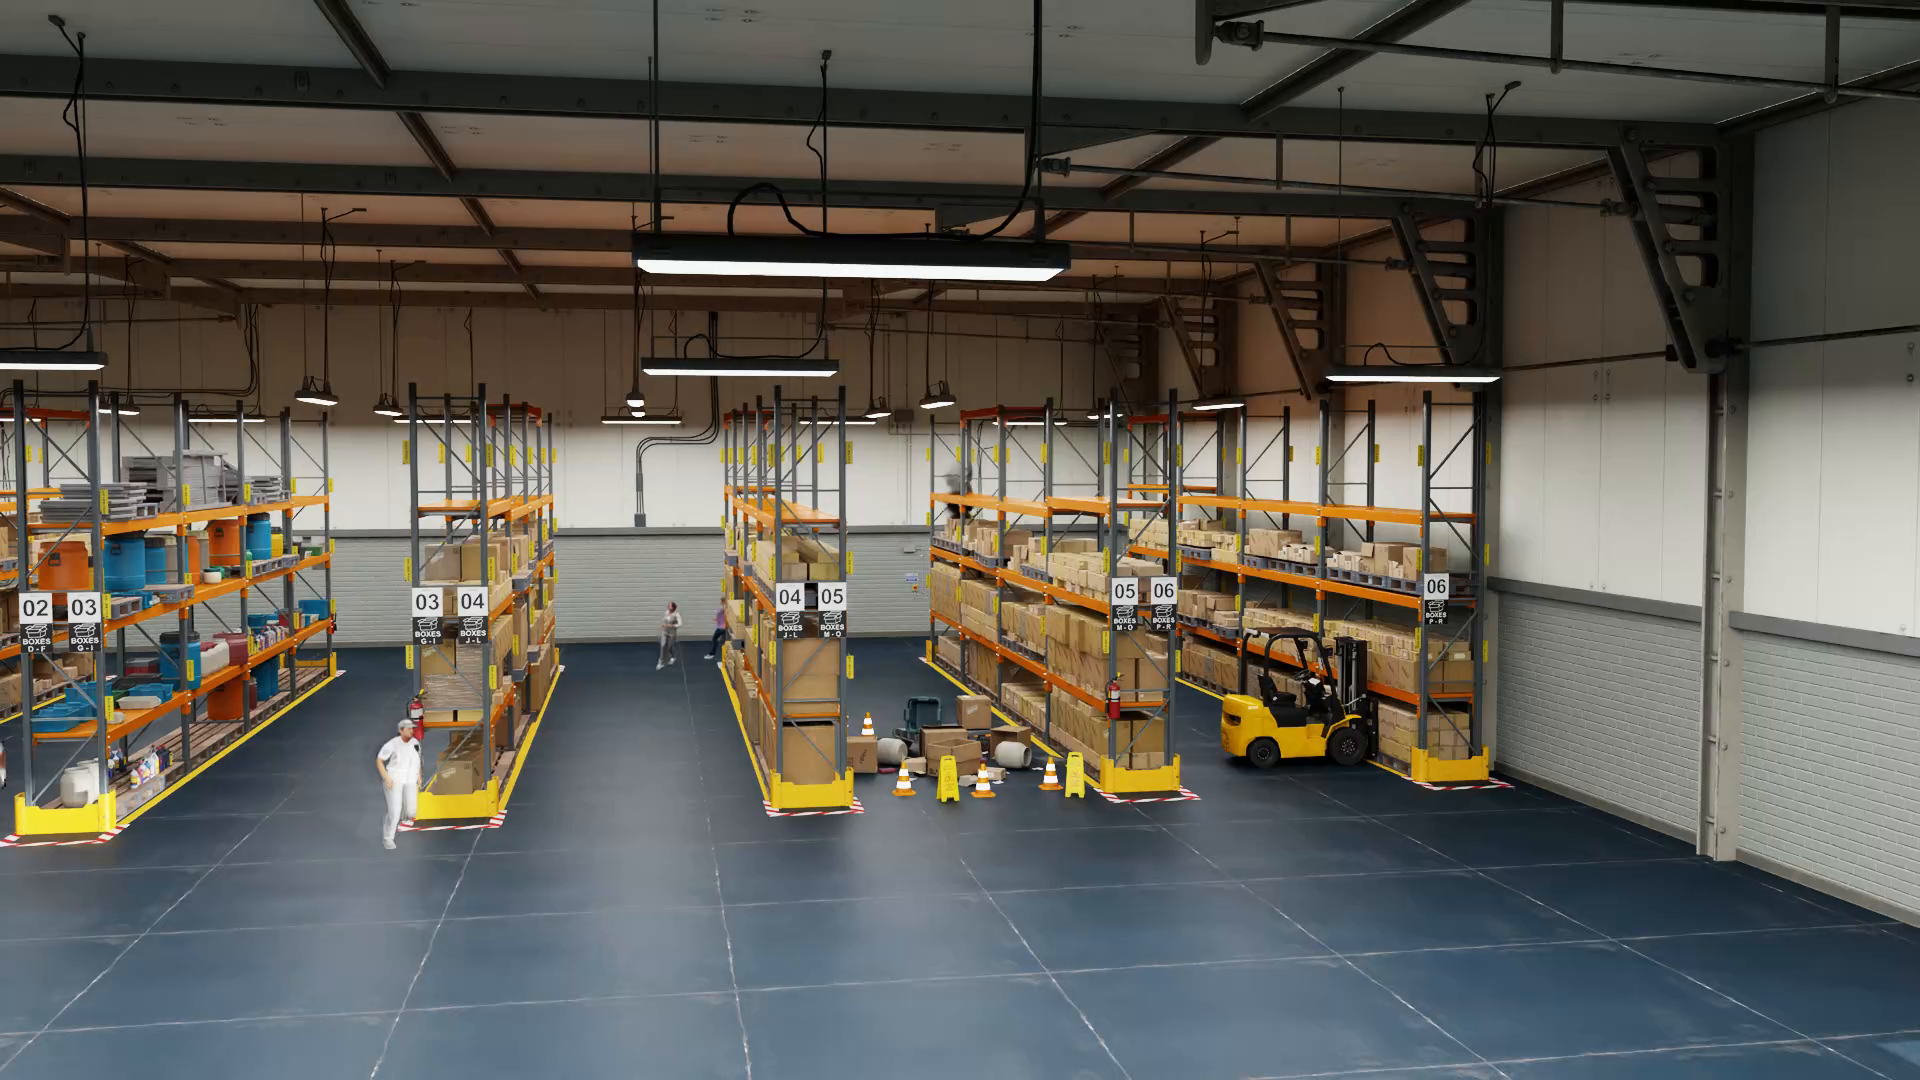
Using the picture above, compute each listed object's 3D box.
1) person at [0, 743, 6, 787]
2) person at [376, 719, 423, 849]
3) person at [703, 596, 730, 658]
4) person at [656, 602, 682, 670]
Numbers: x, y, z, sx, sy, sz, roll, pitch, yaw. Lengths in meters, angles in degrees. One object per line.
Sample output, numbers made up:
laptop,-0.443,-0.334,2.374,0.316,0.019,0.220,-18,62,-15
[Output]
person,-12.294,3.069,20.839,0.575,1.741,0.727,3,4,45
person,-7.225,3.125,21.481,0.546,1.615,0.648,3,4,42
person,-5.882,2.139,40.681,0.861,1.547,0.586,0,3,3
person,-6.783,2.238,39.187,0.560,1.590,0.831,1,3,18
